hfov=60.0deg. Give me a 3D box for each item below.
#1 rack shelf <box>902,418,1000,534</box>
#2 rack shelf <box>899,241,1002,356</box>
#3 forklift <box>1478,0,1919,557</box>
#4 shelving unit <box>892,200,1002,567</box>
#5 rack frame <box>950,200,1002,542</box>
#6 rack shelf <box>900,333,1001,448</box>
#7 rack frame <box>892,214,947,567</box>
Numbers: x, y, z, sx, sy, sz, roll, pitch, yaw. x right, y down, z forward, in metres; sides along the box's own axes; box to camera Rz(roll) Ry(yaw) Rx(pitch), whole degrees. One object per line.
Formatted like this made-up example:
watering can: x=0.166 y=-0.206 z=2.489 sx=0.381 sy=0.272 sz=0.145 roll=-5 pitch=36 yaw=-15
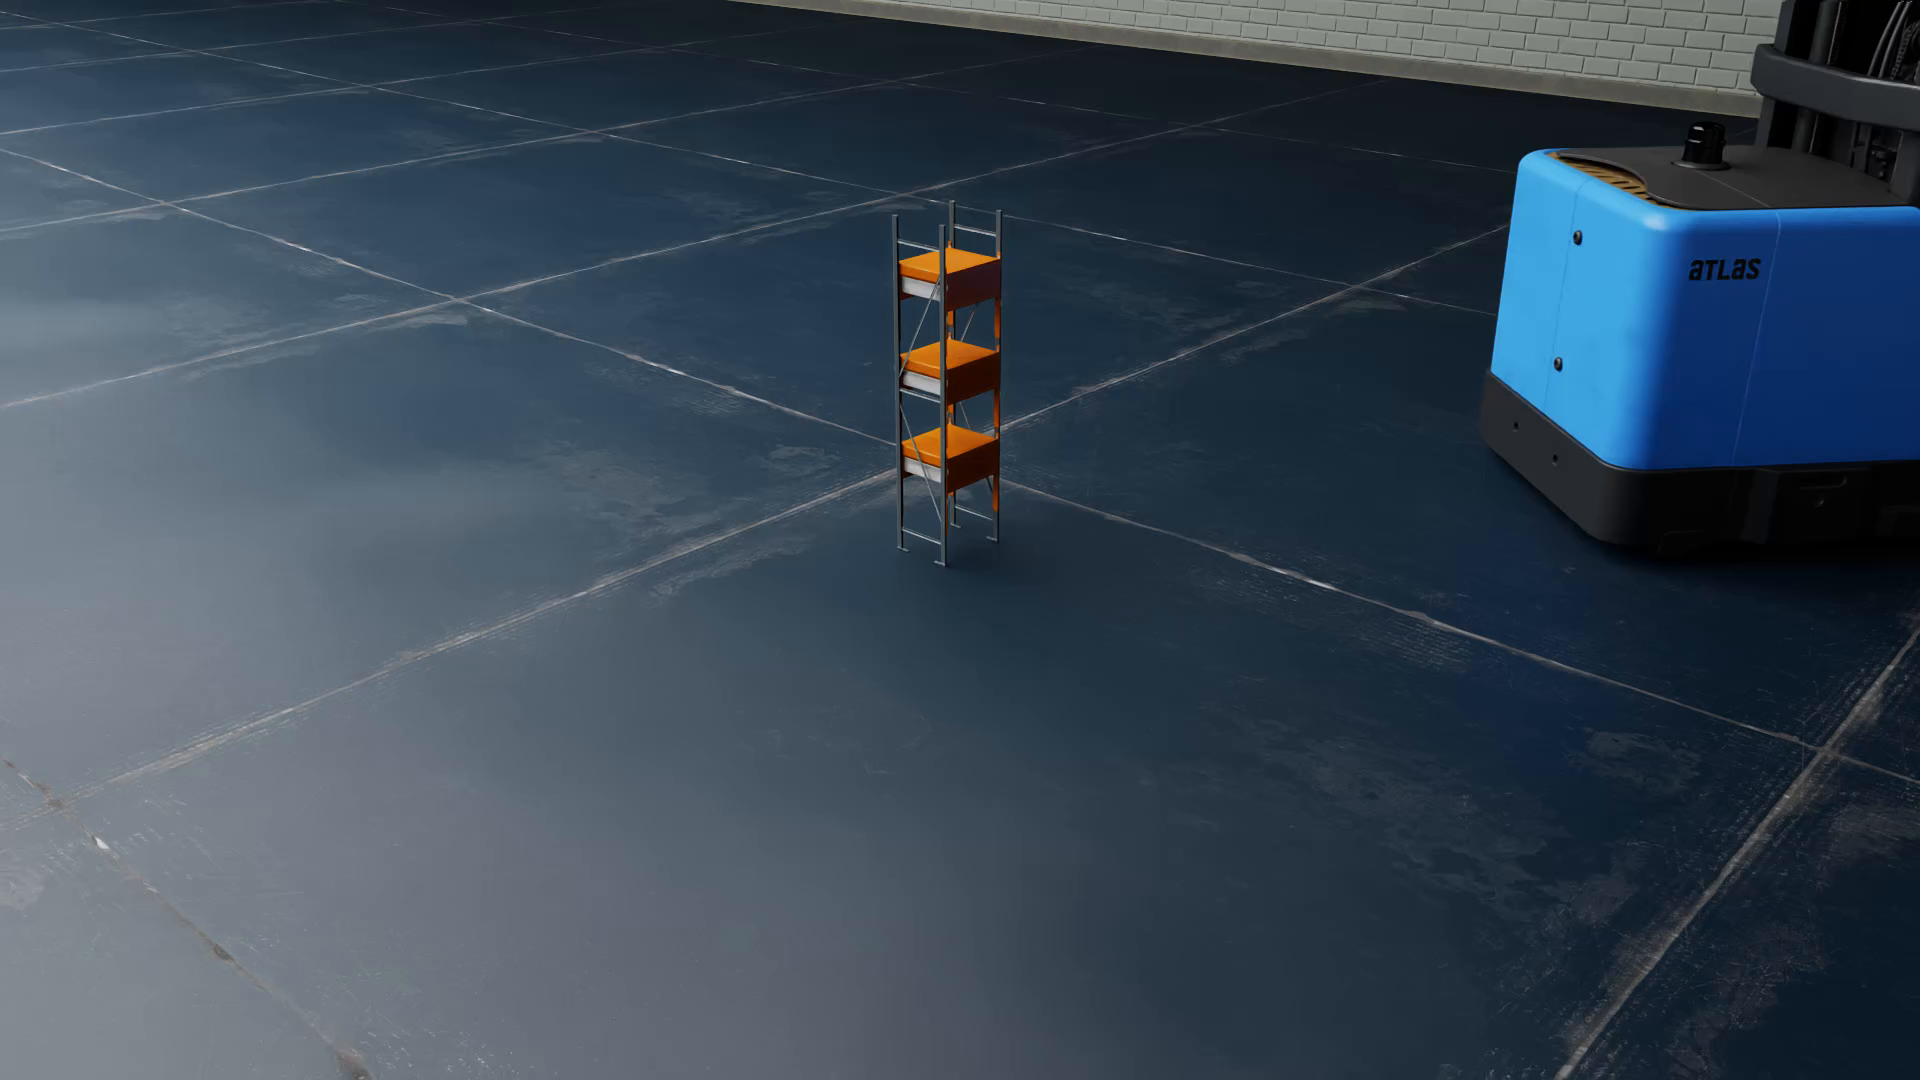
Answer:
rack shelf: x=-0.036 y=-0.199 z=5.117 sx=0.215 sy=0.259 sz=0.240 roll=20 pitch=31 yaw=38
rack shelf: x=-0.036 y=-0.712 z=4.887 sx=0.215 sy=0.259 sz=0.240 roll=20 pitch=31 yaw=38
forklift: x=3.389 y=-1.530 z=5.081 sx=3.031 sy=2.935 sz=1.130 roll=-3 pitch=24 yaw=-6
shelving unit: x=-0.036 y=-0.463 z=4.999 sx=0.215 sy=1.050 sz=0.252 roll=20 pitch=31 yaw=38
rack frame: x=0.046 y=-0.500 z=5.082 sx=0.200 sy=1.050 sz=0.008 roll=20 pitch=31 yaw=38
rack shelf: x=-0.036 y=-0.453 z=5.003 sx=0.215 sy=0.259 sz=0.240 roll=20 pitch=31 yaw=38
rack frame: x=-0.117 y=-0.426 z=4.916 sx=0.200 sy=1.050 sz=0.008 roll=20 pitch=31 yaw=38
